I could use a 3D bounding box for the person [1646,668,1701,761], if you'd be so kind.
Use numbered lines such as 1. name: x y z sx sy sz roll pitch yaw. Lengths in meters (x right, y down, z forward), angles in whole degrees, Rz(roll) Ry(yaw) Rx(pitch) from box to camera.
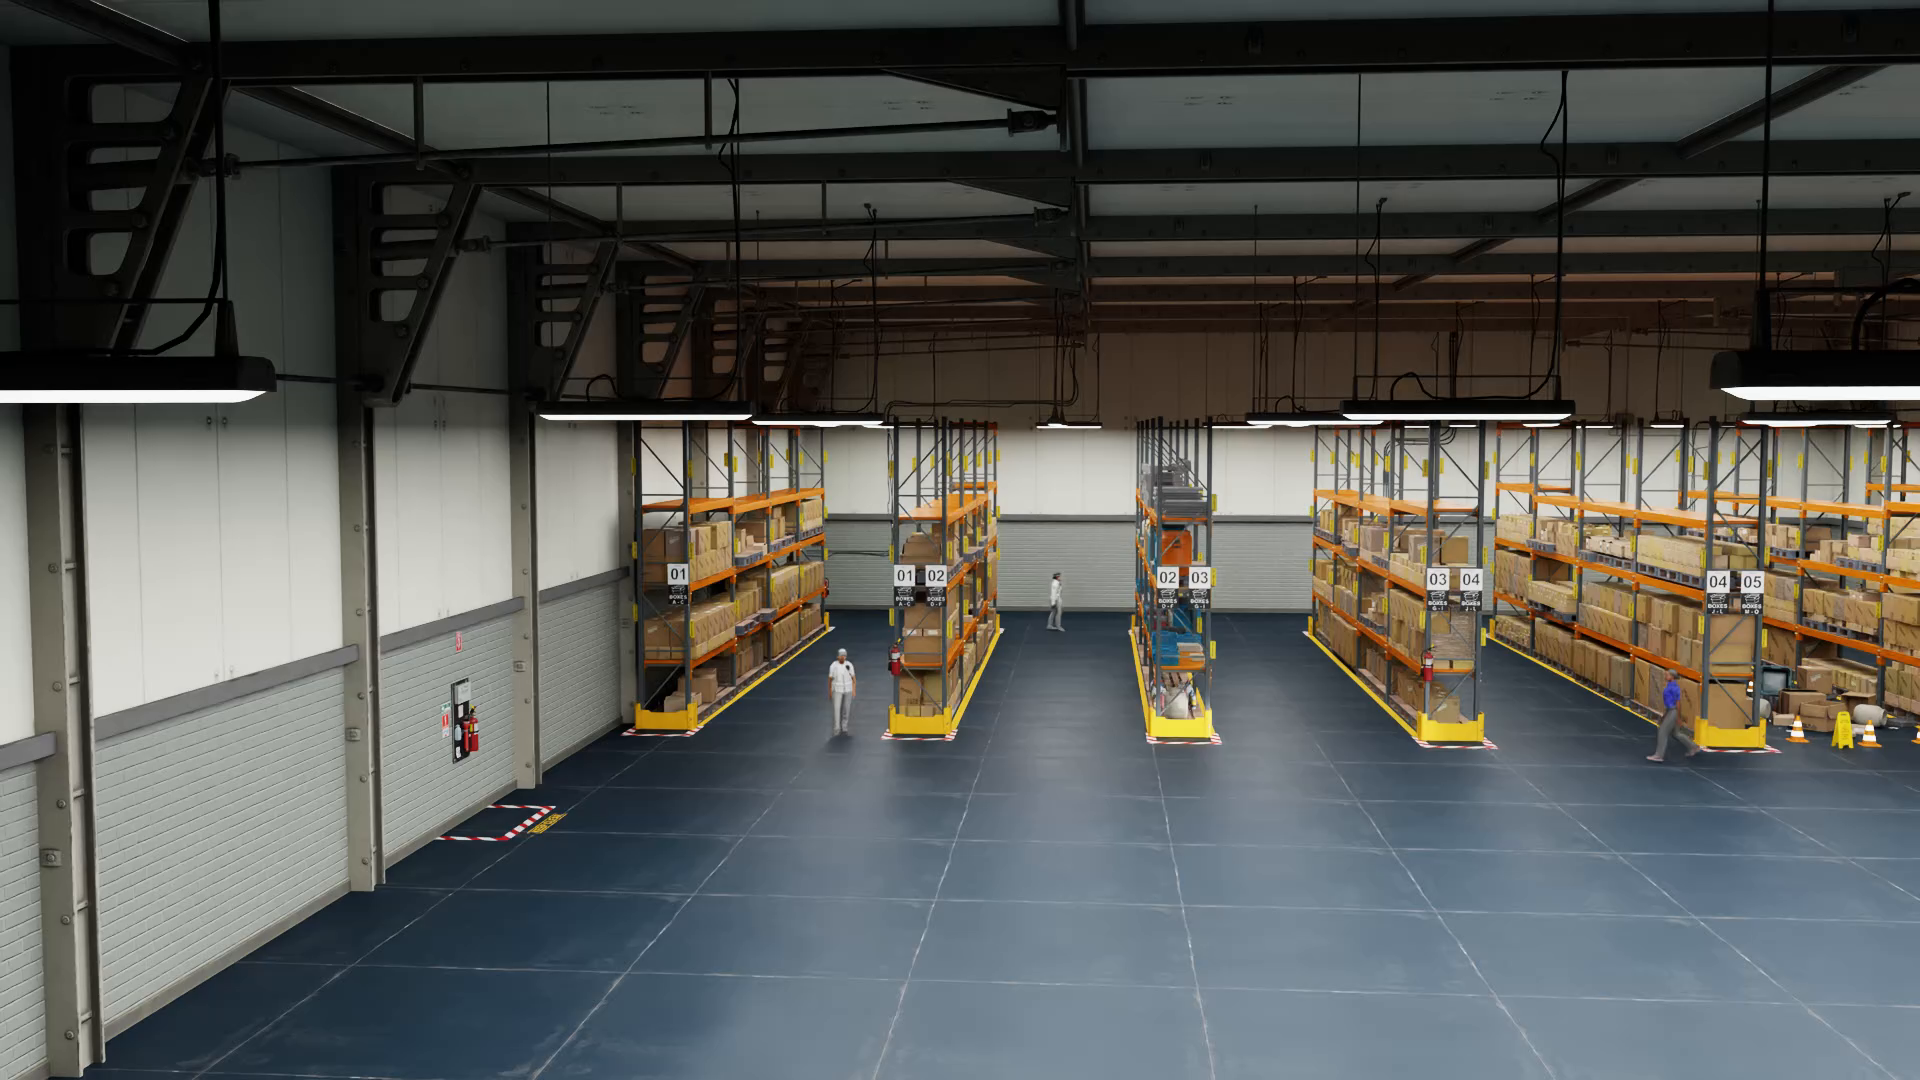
1. person: 12.384 3.023 28.795 0.965 1.610 0.448 0 4 5

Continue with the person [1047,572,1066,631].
1. person: 2.785 1.777 47.954 0.549 1.702 0.522 0 4 7

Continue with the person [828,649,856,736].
1. person: -2.225 2.858 31.275 0.563 1.609 0.994 -1 4 -20
